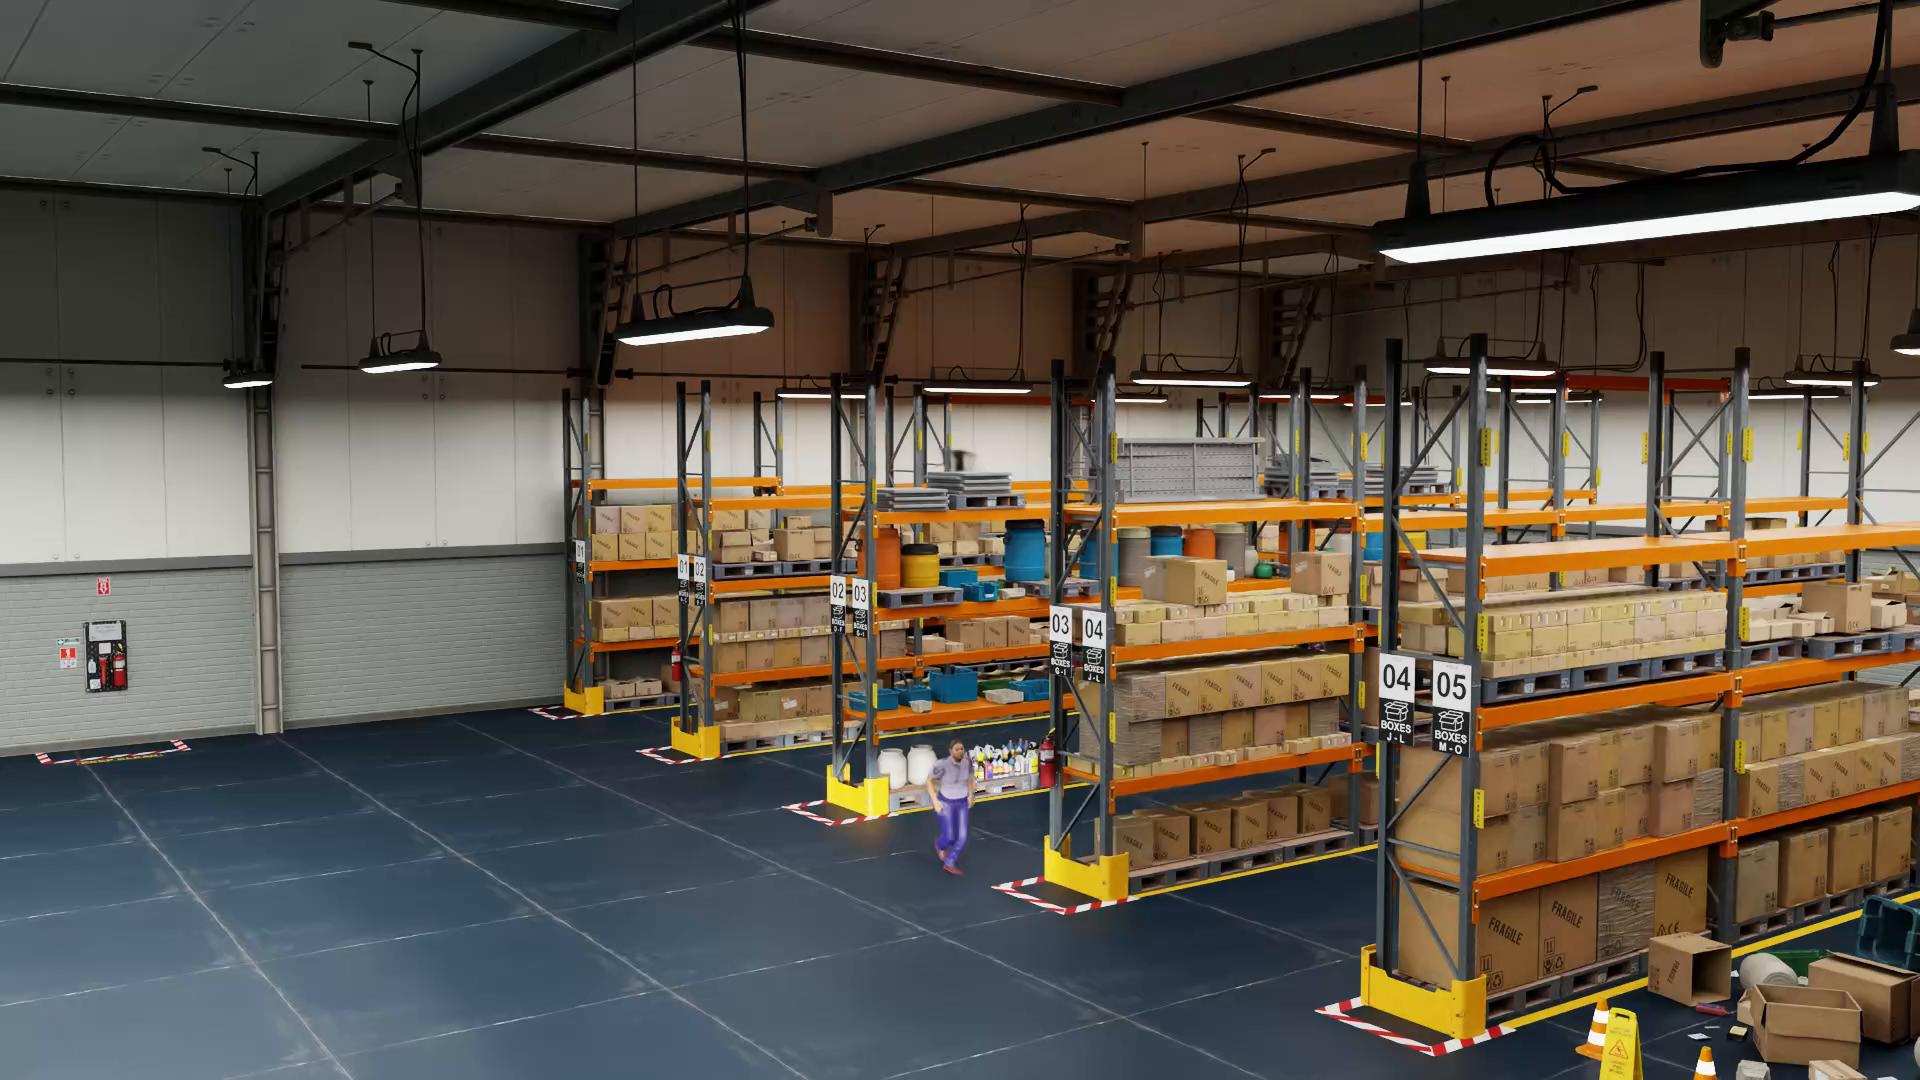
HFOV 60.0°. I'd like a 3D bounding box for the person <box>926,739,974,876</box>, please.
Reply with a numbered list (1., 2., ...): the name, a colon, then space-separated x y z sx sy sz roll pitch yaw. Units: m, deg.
1. person: -0.123 3.120 19.577 0.656 1.613 0.549 -2 4 -26
